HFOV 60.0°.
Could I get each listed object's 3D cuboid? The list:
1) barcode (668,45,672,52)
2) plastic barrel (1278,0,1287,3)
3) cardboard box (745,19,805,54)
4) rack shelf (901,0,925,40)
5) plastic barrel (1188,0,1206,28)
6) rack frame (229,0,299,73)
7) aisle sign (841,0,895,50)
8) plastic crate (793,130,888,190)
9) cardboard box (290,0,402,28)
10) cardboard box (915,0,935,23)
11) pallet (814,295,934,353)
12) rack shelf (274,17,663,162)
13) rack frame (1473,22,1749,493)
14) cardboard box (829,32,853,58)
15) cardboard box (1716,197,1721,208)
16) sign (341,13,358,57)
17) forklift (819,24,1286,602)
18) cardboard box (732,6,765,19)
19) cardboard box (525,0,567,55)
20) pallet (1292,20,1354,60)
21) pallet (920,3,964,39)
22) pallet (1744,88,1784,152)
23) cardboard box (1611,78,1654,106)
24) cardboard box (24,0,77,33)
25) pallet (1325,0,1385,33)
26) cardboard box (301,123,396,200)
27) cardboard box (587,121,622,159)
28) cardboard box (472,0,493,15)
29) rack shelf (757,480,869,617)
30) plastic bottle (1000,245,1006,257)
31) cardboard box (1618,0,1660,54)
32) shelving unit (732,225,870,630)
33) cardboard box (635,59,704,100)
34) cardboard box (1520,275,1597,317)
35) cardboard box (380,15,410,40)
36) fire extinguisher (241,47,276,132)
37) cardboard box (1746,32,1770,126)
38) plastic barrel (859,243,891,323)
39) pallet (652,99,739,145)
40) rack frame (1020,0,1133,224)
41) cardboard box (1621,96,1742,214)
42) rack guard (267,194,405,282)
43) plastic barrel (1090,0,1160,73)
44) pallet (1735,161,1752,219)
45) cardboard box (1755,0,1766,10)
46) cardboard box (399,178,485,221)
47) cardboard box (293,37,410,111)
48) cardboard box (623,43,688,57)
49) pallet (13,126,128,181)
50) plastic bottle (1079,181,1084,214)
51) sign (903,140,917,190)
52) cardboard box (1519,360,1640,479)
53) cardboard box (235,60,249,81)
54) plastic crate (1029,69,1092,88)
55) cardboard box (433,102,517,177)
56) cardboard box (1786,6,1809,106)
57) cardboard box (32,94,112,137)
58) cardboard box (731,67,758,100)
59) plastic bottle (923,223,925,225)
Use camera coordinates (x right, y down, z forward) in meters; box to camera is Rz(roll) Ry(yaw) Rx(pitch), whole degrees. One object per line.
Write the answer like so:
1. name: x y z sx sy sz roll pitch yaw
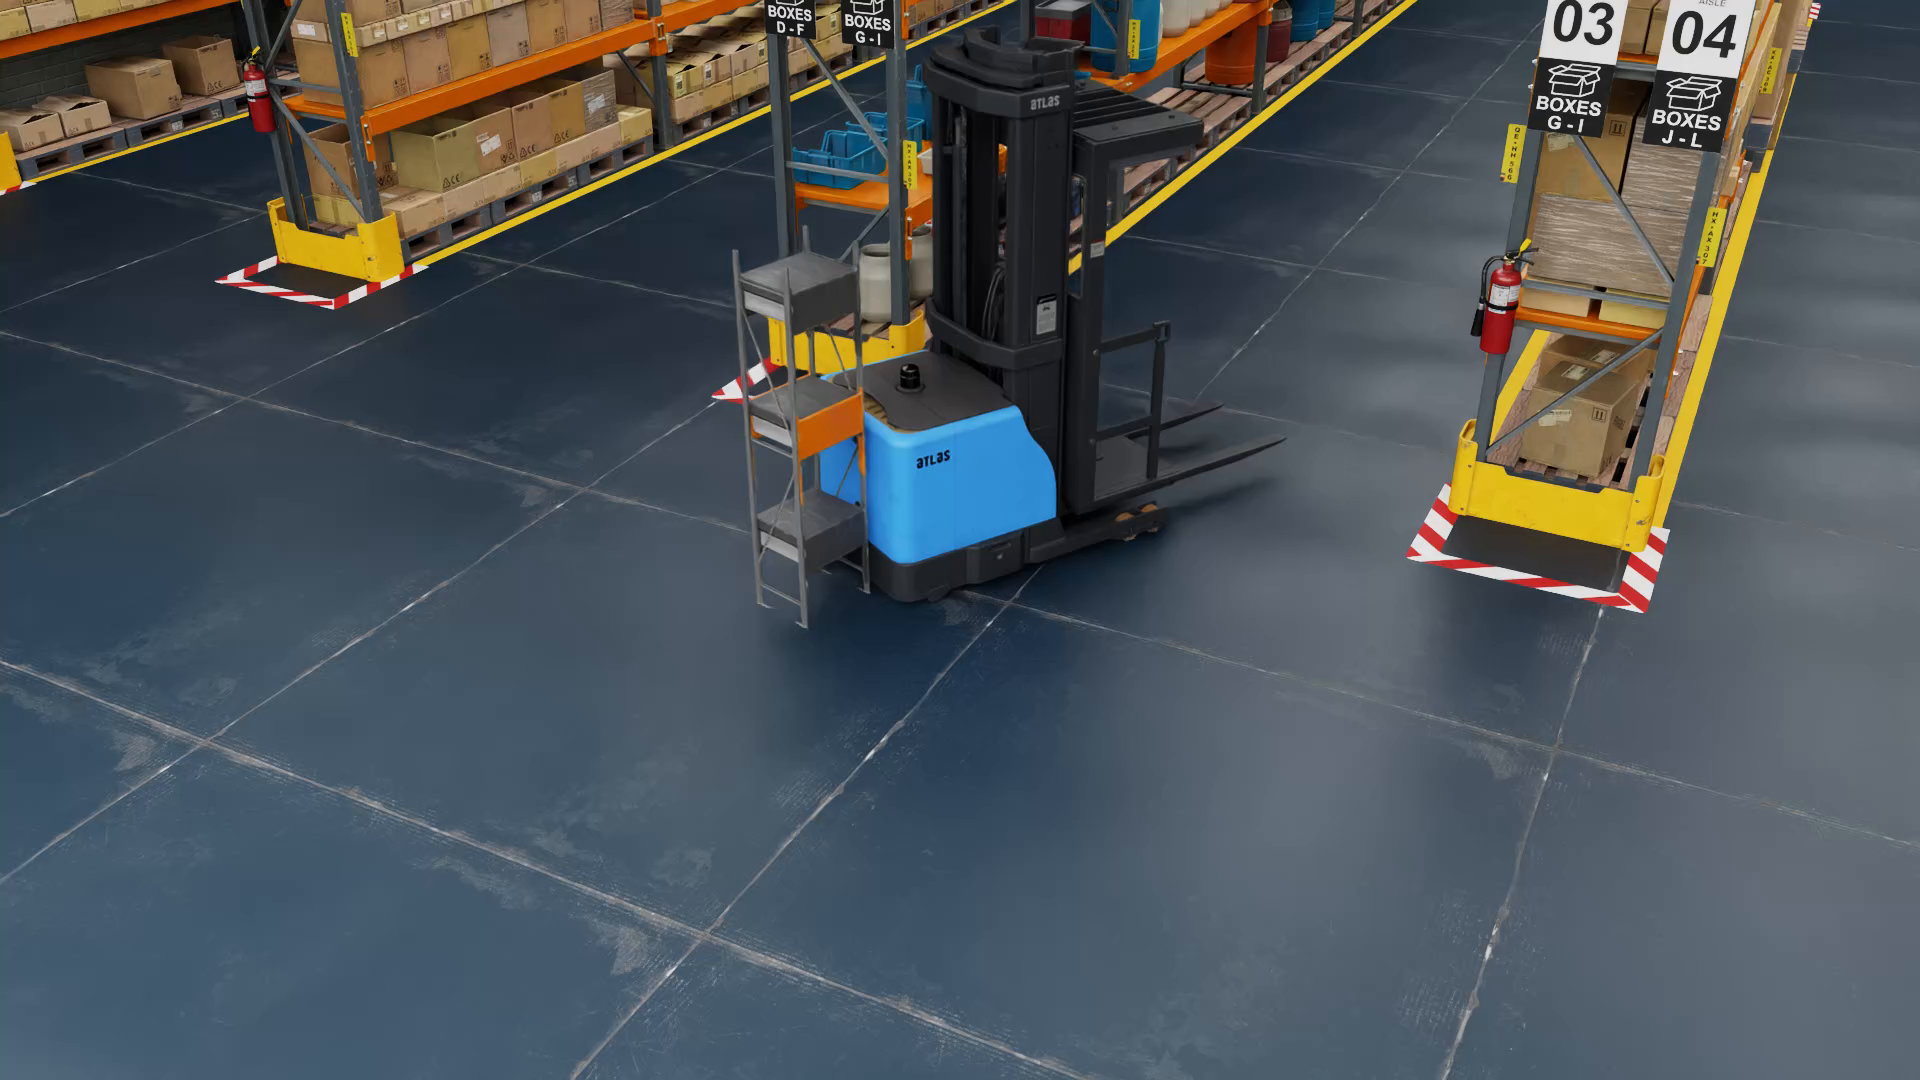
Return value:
1. barcode: -2.921 -4.954 16.759 0.001 0.075 0.075 14 33 23
2. plastic barrel: 3.722 -6.155 19.824 0.421 0.512 0.421 0 30 0
3. cardboard box: -2.068 -5.675 18.687 0.500 0.311 0.500 14 33 23
4. rack shelf: 0.089 -4.389 12.382 1.077 0.370 4.000 14 33 23
5. plastic barrel: 2.163 -5.237 16.012 0.433 0.535 0.433 0 30 0
6. rack frame: -7.819 -6.534 18.407 1.000 3.000 0.127 14 33 23
7. aisle sign: -0.594 -3.543 10.587 0.394 0.787 0.004 14 33 23
8. plastic crate: -0.860 -2.739 11.947 0.499 0.251 0.616 14 33 23
9. cardboard box: -4.982 -4.472 13.413 0.700 0.500 0.500 14 33 23
10. cardboard box: -0.657 -6.884 21.084 0.500 0.500 0.500 14 33 23
11. pallet: -0.454 -1.708 12.802 1.003 0.211 1.213 14 33 23
12. rack shelf: -4.319 -4.214 15.088 1.077 0.370 4.000 14 33 23
13. rack frame: 3.587 -1.390 9.449 1.000 3.000 0.127 14 33 23
14. cardboard box: -1.608 -5.887 19.619 0.500 0.250 0.500 15 33 24
15. cardboard box: 4.877 -2.231 11.165 0.380 0.149 0.250 14 33 23
16. sign: -4.739 -3.920 12.906 0.100 0.325 0.005 14 33 23
17. forklift: 0.658 -1.469 9.655 3.031 2.935 1.130 -18 34 -28
18. cardboard box: -2.317 -6.018 19.284 0.500 0.311 0.500 13 33 22
19. cardboard box: -4.071 -4.801 15.288 0.700 0.500 0.500 15 33 24
20. pallet: 4.256 -6.291 20.784 1.003 0.211 1.213 14 33 23
21. pallet: -0.655 -6.837 21.735 1.003 0.211 1.213 14 33 23
22. pallet: 5.887 -3.386 13.117 1.003 0.211 1.213 14 33 23
23. cardboard box: 3.840 -2.519 10.011 0.500 0.500 0.500 14 33 23
24. cardboard box: -8.913 -5.082 16.009 0.500 0.250 0.500 13 32 22
25. pallet: 4.945 -6.959 21.947 1.003 0.211 1.213 14 33 23
26. cardboard box: -5.250 -3.259 14.290 0.500 0.500 0.500 14 33 23
27. cardboard box: -3.661 -3.927 16.207 0.500 0.250 0.500 14 33 23
28. cardboard box: -4.275 -4.660 14.392 0.380 0.149 0.250 14 33 23
29. rack shelf: -0.831 0.044 9.289 0.431 0.518 0.480 24 38 35
30. plastic bottle: 0.328 -2.270 13.349 0.097 0.201 0.097 0 30 0
31. cardboard box: 3.581 -2.897 9.212 0.500 0.250 0.500 15 33 24
32. shelving unit: -0.831 -0.575 8.934 0.431 2.100 0.503 24 38 35
33. cardboard box: -2.998 -4.772 17.114 0.500 0.311 0.500 14 33 23
34. cardboard box: 3.533 -1.454 9.813 0.380 0.149 0.250 14 33 23
35. cardboard box: -4.742 -4.206 13.601 0.380 0.149 0.250 13 32 22
36. fire extinguisher: -5.697 -3.658 13.477 0.296 0.674 0.183 14 33 23
37. cardboard box: 4.994 -3.064 10.960 0.500 0.500 0.500 14 33 23
38. plastic barrel: -0.590 -1.926 12.459 0.421 0.512 0.421 0 30 0
39. pallet: -3.107 -4.538 17.732 1.003 0.211 1.213 14 33 23
40. rack frame: 1.000 -4.287 14.493 1.000 3.000 0.127 14 33 23
41. cardboard box: 4.080 -2.178 9.418 0.500 0.500 0.500 14 33 23
42. rack guard: -5.241 -2.544 13.969 1.175 0.500 0.348 14 33 23
43. plastic barrel: 1.446 -4.607 14.547 0.600 0.901 0.708 14 33 23
44. pallet: 6.874 -3.381 15.716 1.003 0.211 1.213 14 33 23
45. cardboard box: 4.123 -2.961 8.923 0.380 0.149 0.250 15 33 24
46. cardboard box: -4.563 -3.038 14.659 0.500 0.250 0.500 14 33 23
47. cardboard box: -5.006 -3.886 13.696 0.700 0.500 0.500 14 33 23
48. cardboard box: -3.247 -5.122 17.724 0.500 0.311 0.500 15 33 25
49. pallet: -9.205 -3.938 16.685 1.003 0.211 1.213 14 33 23
50. plastic bottle: 1.075 -3.012 14.558 0.061 0.283 0.133 16 34 26
51. sign: -0.334 -2.507 11.116 0.100 0.325 0.005 14 33 23
52. cardboard box: 3.887 -0.761 10.442 0.500 0.500 0.500 21 36 32
53. cardboard box: -8.036 -5.252 18.578 0.380 0.166 0.250 10 31 17
54. plastic crate: 0.738 -3.670 13.569 0.499 0.251 0.616 14 33 23
55. cardboard box: -4.345 -3.588 14.862 0.500 0.500 0.500 14 33 23
56. cardboard box: 8.374 -5.286 17.945 1.225 0.875 0.875 13 32 22
57. cardboard box: -8.986 -4.325 16.818 0.500 0.311 0.500 17 34 27
58. cardboard box: -2.536 -4.981 18.042 0.500 0.250 0.500 13 32 22
59. plastic bottle: -0.339 -2.496 13.661 0.061 0.283 0.133 15 33 24
